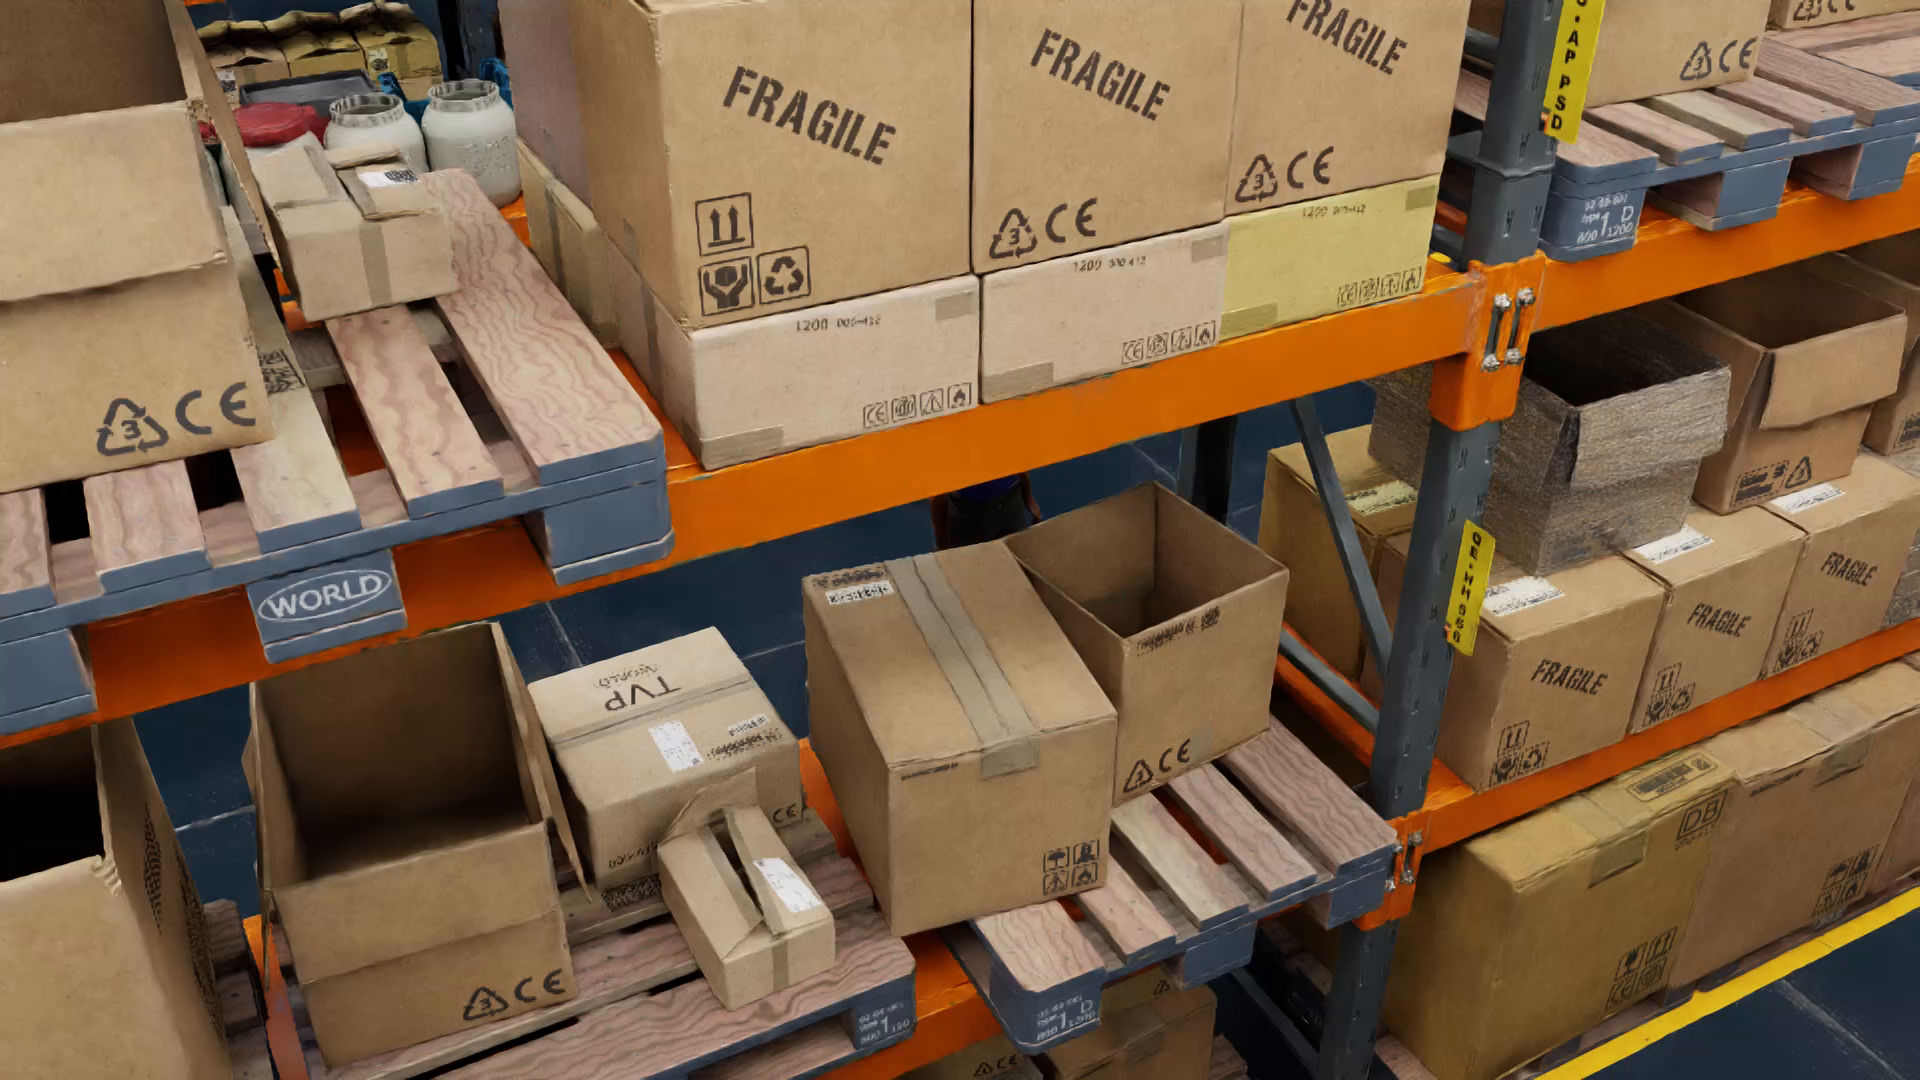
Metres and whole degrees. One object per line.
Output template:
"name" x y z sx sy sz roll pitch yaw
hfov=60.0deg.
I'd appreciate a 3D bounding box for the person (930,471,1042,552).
"person" 0.100 -0.053 6.179 0.437 1.666 0.535 25 41 33
